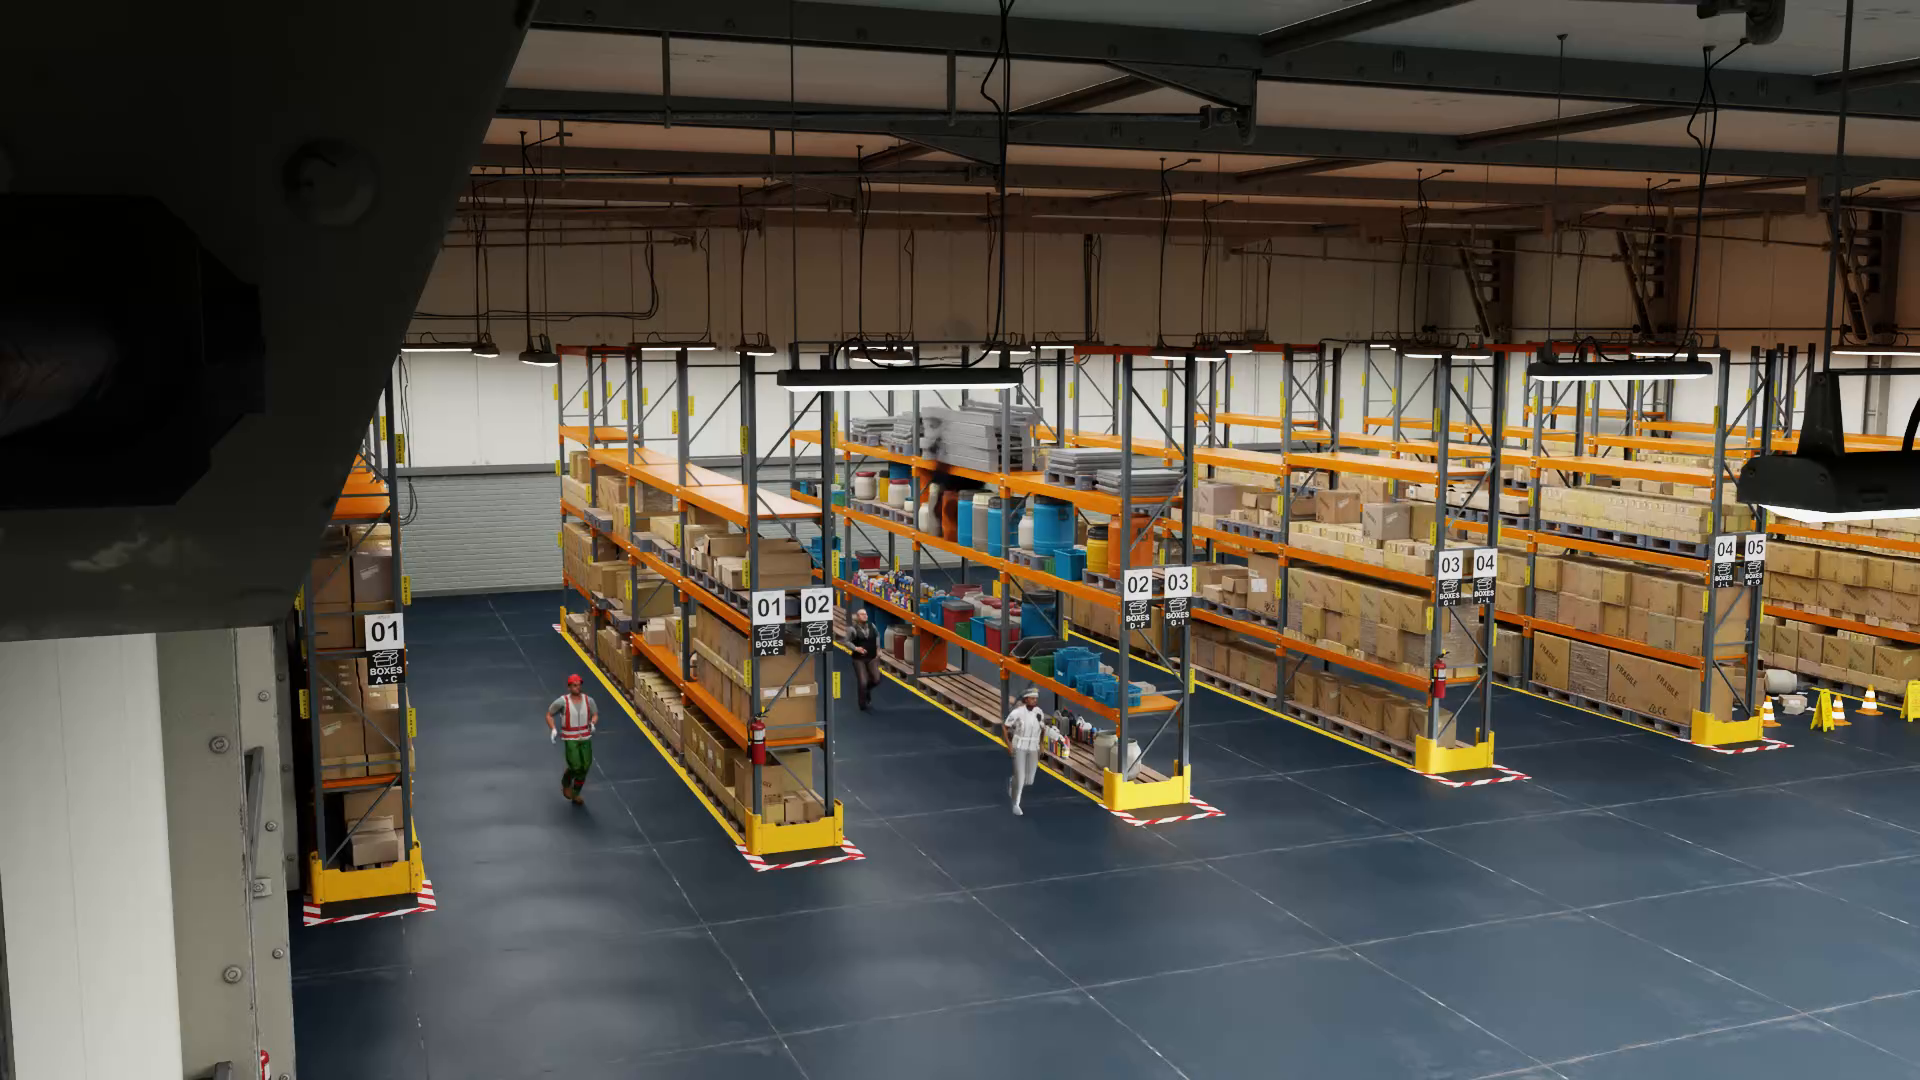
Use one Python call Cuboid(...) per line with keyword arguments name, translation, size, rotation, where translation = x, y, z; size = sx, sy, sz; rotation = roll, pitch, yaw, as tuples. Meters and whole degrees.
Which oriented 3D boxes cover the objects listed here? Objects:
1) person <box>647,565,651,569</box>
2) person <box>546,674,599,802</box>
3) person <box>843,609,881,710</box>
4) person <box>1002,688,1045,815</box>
Cuboid(name="person", translation=(-6.779, 0.973, 36.009), size=(0.591, 1.630, 0.632), rotation=(2, 8, 19))
Cuboid(name="person", translation=(-5.081, 2.656, 22.083), size=(0.664, 1.739, 0.603), rotation=(-5, 9, -34))
Cuboid(name="person", translation=(-1.577, 1.988, 27.645), size=(0.719, 1.682, 0.522), rotation=(-4, 8, -28))
Cuboid(name="person", translation=(0.851, 2.754, 21.991), size=(0.612, 1.652, 0.596), rotation=(-3, 8, -20))
